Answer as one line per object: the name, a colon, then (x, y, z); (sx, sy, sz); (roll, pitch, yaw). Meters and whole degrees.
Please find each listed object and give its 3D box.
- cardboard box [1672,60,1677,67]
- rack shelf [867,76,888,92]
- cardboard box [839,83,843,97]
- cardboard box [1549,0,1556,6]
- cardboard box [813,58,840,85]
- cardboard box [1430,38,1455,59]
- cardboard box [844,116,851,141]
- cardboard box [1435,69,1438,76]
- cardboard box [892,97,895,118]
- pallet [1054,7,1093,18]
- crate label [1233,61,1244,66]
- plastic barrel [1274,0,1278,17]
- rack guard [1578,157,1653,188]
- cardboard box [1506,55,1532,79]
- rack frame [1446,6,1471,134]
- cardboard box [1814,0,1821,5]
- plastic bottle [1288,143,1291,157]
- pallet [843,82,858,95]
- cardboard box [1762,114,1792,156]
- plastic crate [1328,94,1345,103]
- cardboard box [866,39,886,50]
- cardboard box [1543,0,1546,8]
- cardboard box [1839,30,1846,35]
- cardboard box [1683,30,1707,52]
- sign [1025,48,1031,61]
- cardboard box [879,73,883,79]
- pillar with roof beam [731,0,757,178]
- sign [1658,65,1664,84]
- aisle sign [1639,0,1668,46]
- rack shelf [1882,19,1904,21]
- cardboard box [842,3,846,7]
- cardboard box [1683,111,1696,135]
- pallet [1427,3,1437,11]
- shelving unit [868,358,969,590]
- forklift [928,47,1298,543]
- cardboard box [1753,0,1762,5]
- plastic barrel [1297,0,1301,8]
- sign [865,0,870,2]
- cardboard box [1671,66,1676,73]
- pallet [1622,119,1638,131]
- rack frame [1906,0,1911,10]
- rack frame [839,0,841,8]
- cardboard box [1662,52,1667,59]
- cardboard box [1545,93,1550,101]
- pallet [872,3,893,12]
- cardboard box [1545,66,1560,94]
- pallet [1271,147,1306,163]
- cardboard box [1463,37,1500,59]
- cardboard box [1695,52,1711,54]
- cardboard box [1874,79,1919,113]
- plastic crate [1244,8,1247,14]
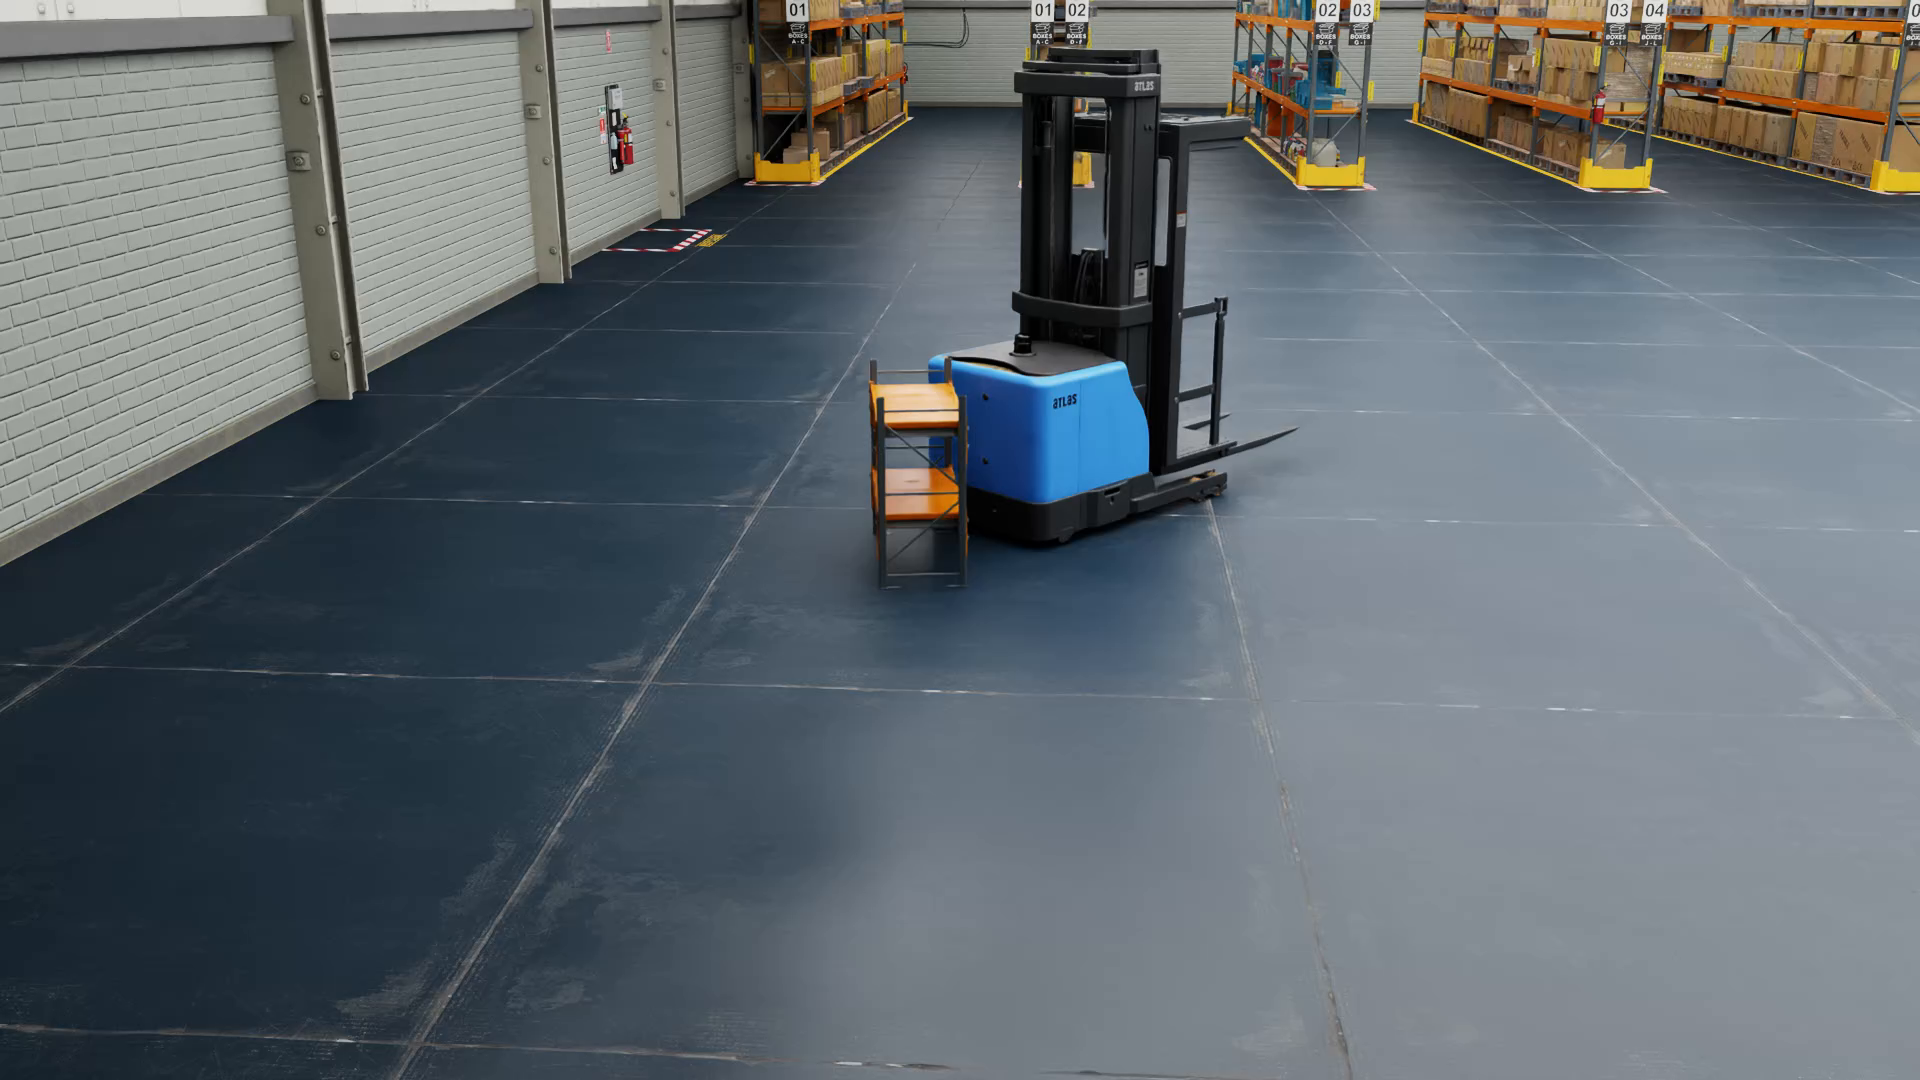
cardboard box: (16.897, -11.148, 38.878); (0.380, 0.149, 0.250); (1, 18, 2)
rack shelf: (-2.468, -10.791, 39.692); (1.077, 0.370, 4.000); (1, 18, 4)
cardboard box: (-2.630, -9.053, 33.444); (0.500, 0.250, 0.500); (1, 18, 4)
cardboard box: (11.593, -10.387, 32.088); (0.380, 0.149, 0.250); (1, 18, 2)
cardboard box: (-2.654, -9.255, 32.854); (0.500, 0.500, 0.500); (1, 18, 4)
cardboard box: (12.413, -12.631, 42.713); (0.500, 0.500, 0.500); (1, 18, 2)
cardboard box: (-2.771, -8.995, 36.366); (0.700, 0.500, 0.500); (1, 18, 4)
cardboard box: (12.303, -11.883, 42.273); (0.380, 0.149, 0.250); (2, 18, 5)
cardboard box: (-2.091, -11.311, 43.464); (0.700, 0.500, 0.500); (2, 18, 5)
pallet: (2.293, -11.177, 35.204); (1.003, 0.211, 1.213); (2, 18, 6)
crate label: (7.497, -12.654, 44.398); (0.416, 0.233, 0.303); (1, 18, 4)
plastic barrel: (6.948, -11.466, 35.092); (0.600, 0.830, 0.708); (1, 18, 4)
rack guard: (11.642, -6.531, 29.551); (1.175, 0.500, 0.348); (1, 18, 4)
cardboard box: (12.211, -10.258, 36.077); (0.500, 0.500, 0.500); (-1, 18, -3)
rack frame: (12.497, -11.422, 40.464); (1.000, 3.000, 0.127); (1, 18, 4)
cardboard box: (16.498, -10.243, 31.617); (0.380, 0.149, 0.250); (1, 18, 3)
plastic bottle: (6.445, -7.616, 32.503); (0.061, 0.283, 0.133); (2, 18, 6)
pallet: (-2.698, -9.412, 34.638); (1.003, 0.211, 1.213); (1, 18, 4)
cardboard box: (16.818, -8.120, 33.327); (1.050, 0.750, 0.750); (1, 18, 4)
plastic crate: (7.120, -8.413, 31.703); (0.530, 0.136, 0.437); (1, 18, 4)
cardboard box: (-2.103, -12.158, 40.834); (0.500, 0.250, 0.500); (2, 18, 5)
cardboard box: (11.891, -10.793, 33.267); (0.396, 0.266, 0.258); (2, 18, 6)
cardboard box: (22.213, -12.689, 41.523); (0.380, 0.149, 0.250); (1, 18, 3)
cardboard box: (17.712, -12.079, 40.224); (0.500, 0.500, 0.500); (2, 18, 5)
sign: (1.216, -8.596, 29.601); (0.100, 0.325, 0.005); (1, 18, 4)
cardboard box: (-2.085, -11.291, 40.435); (0.380, 0.149, 0.250); (1, 18, 4)
pillar with roof beam: (0.296, -11.018, 29.597); (9.100, 9.000, 0.400); (1, 18, 4)
sign: (12.178, -8.094, 28.918); (0.100, 0.325, 0.005); (1, 18, 4)
aisle sign: (11.932, -8.904, 28.606); (0.394, 0.787, 0.004); (1, 18, 4)
rack shelf: (22.238, -11.663, 37.538); (1.077, 0.370, 4.000); (1, 18, 4)
cardboard box: (-2.691, -11.493, 35.027); (0.500, 0.500, 0.500); (1, 18, 2)
cardboard box: (16.999, -9.585, 38.198); (0.500, 0.500, 0.500); (0, 18, 1)
pallet: (12.741, -13.817, 43.098); (1.003, 0.211, 1.213); (1, 18, 4)
shelving unit: (-0.258, -0.417, 9.890); (0.538, 1.125, 1.048); (-2, 18, -5)
forklift: (1.182, -1.750, 11.057); (3.031, 2.935, 1.130); (-17, 25, -42)
cardboard box: (16.843, -11.263, 34.568); (0.500, 0.250, 0.500); (2, 18, 5)
plastic barrel: (6.757, -10.597, 32.274); (0.421, 0.512, 0.421); (0, 18, 0)
sign: (-2.070, -12.170, 37.098); (0.100, 0.325, 0.005); (1, 18, 4)
cardboard box: (16.895, -11.006, 38.924); (0.380, 0.149, 0.250); (1, 18, 4)
pallet: (17.535, -10.544, 42.263); (1.003, 0.211, 1.213); (1, 18, 4)
rack frame: (16.577, -10.404, 27.722); (1.000, 3.000, 0.127); (1, 18, 4)
rack frame: (-2.898, -12.120, 32.959); (1.000, 3.000, 0.127); (1, 18, 4)
cardboard box: (16.950, -11.531, 39.569); (0.380, 0.149, 0.250); (2, 18, 7)
cardboard box: (11.587, -8.602, 32.262); (0.380, 0.149, 0.250); (1, 18, 4)
pallet: (-2.256, -13.391, 41.798); (1.003, 0.211, 1.213); (1, 18, 4)
cardboard box: (11.759, -8.833, 31.925); (0.875, 0.500, 0.500); (1, 18, 4)
pallet: (7.001, -7.968, 34.400); (1.003, 0.211, 1.213); (1, 18, 4)
cardboard box: (12.459, -11.748, 39.686); (0.797, 0.503, 0.637); (1, 18, 2)
cardboard box: (17.584, -11.430, 39.263); (0.380, 0.149, 0.250); (1, 18, 2)
cardboard box: (16.558, -7.740, 28.987); (0.875, 0.550, 0.550); (1, 18, 4)
plastic crate: (7.268, -13.236, 41.607); (0.293, 0.136, 0.466); (1, 18, 4)
